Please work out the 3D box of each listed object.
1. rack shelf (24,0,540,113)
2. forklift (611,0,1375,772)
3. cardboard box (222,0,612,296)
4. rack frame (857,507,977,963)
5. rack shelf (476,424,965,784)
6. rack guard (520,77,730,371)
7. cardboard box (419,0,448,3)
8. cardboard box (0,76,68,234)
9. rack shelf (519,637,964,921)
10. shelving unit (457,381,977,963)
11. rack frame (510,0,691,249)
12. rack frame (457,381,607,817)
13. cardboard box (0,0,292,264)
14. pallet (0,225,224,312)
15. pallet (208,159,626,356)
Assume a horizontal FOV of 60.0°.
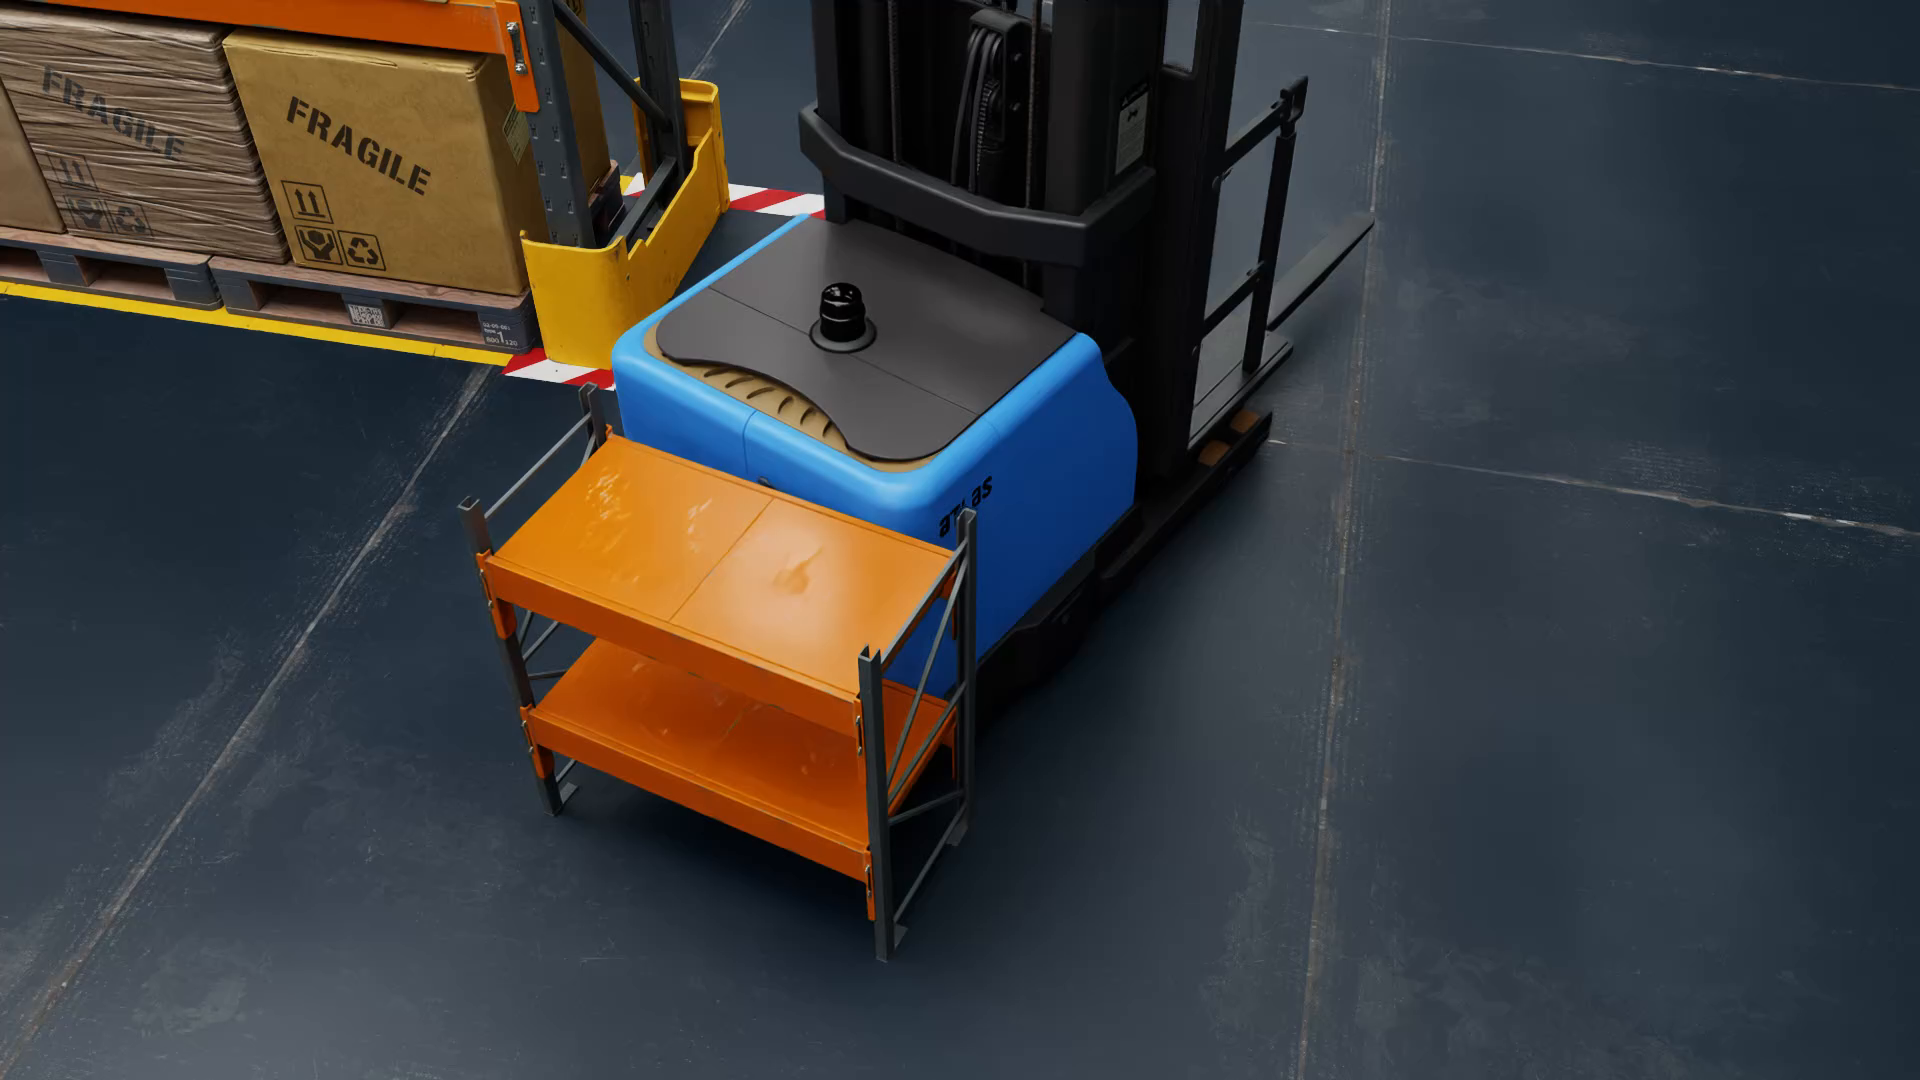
[{"bbox_3d":[-3.175,-2.137,5.826,4.000,0.370,1.077,9,45,9],"label":"rack shelf"},{"bbox_3d":[0.374,-1.401,4.592,1.130,2.935,3.031,27,50,26],"label":"forklift"},{"bbox_3d":[-1.866,-1.522,5.898,0.875,0.875,0.875,9,45,9],"label":"cardboard box"},{"bbox_3d":[-0.085,0.492,3.927,0.032,1.125,0.500,19,47,19],"label":"rack frame"},{"bbox_3d":[-0.541,0.126,3.886,1.000,0.278,0.538,19,47,19],"label":"rack shelf"},{"bbox_3d":[-1.200,-1.189,6.125,0.348,0.500,1.175,9,45,9],"label":"rack guard"},{"bbox_3d":[-1.643,-1.834,5.174,0.250,0.149,0.380,10,45,10],"label":"cardboard box"},{"bbox_3d":[-3.622,-1.795,6.181,0.875,0.875,0.875,9,45,9],"label":"cardboard box"},{"bbox_3d":[-0.541,0.513,4.259,1.000,0.278,0.538,19,47,19],"label":"rack shelf"},{"bbox_3d":[-0.541,0.336,4.089,1.048,1.125,0.538,19,47,19],"label":"shelving unit"},{"bbox_3d":[-1.224,-2.094,5.262,0.127,3.000,1.000,9,45,9],"label":"rack frame"},{"bbox_3d":[-0.997,0.181,4.251,0.032,1.125,0.500,19,47,19],"label":"rack frame"},{"bbox_3d":[-2.754,-1.660,6.041,0.875,0.875,0.875,9,45,9],"label":"cardboard box"},{"bbox_3d":[-3.208,-1.343,6.493,1.213,0.211,1.003,9,45,9],"label":"pallet"},{"bbox_3d":[-2.021,-1.157,6.300,1.213,0.211,1.003,9,45,9],"label":"pallet"}]
